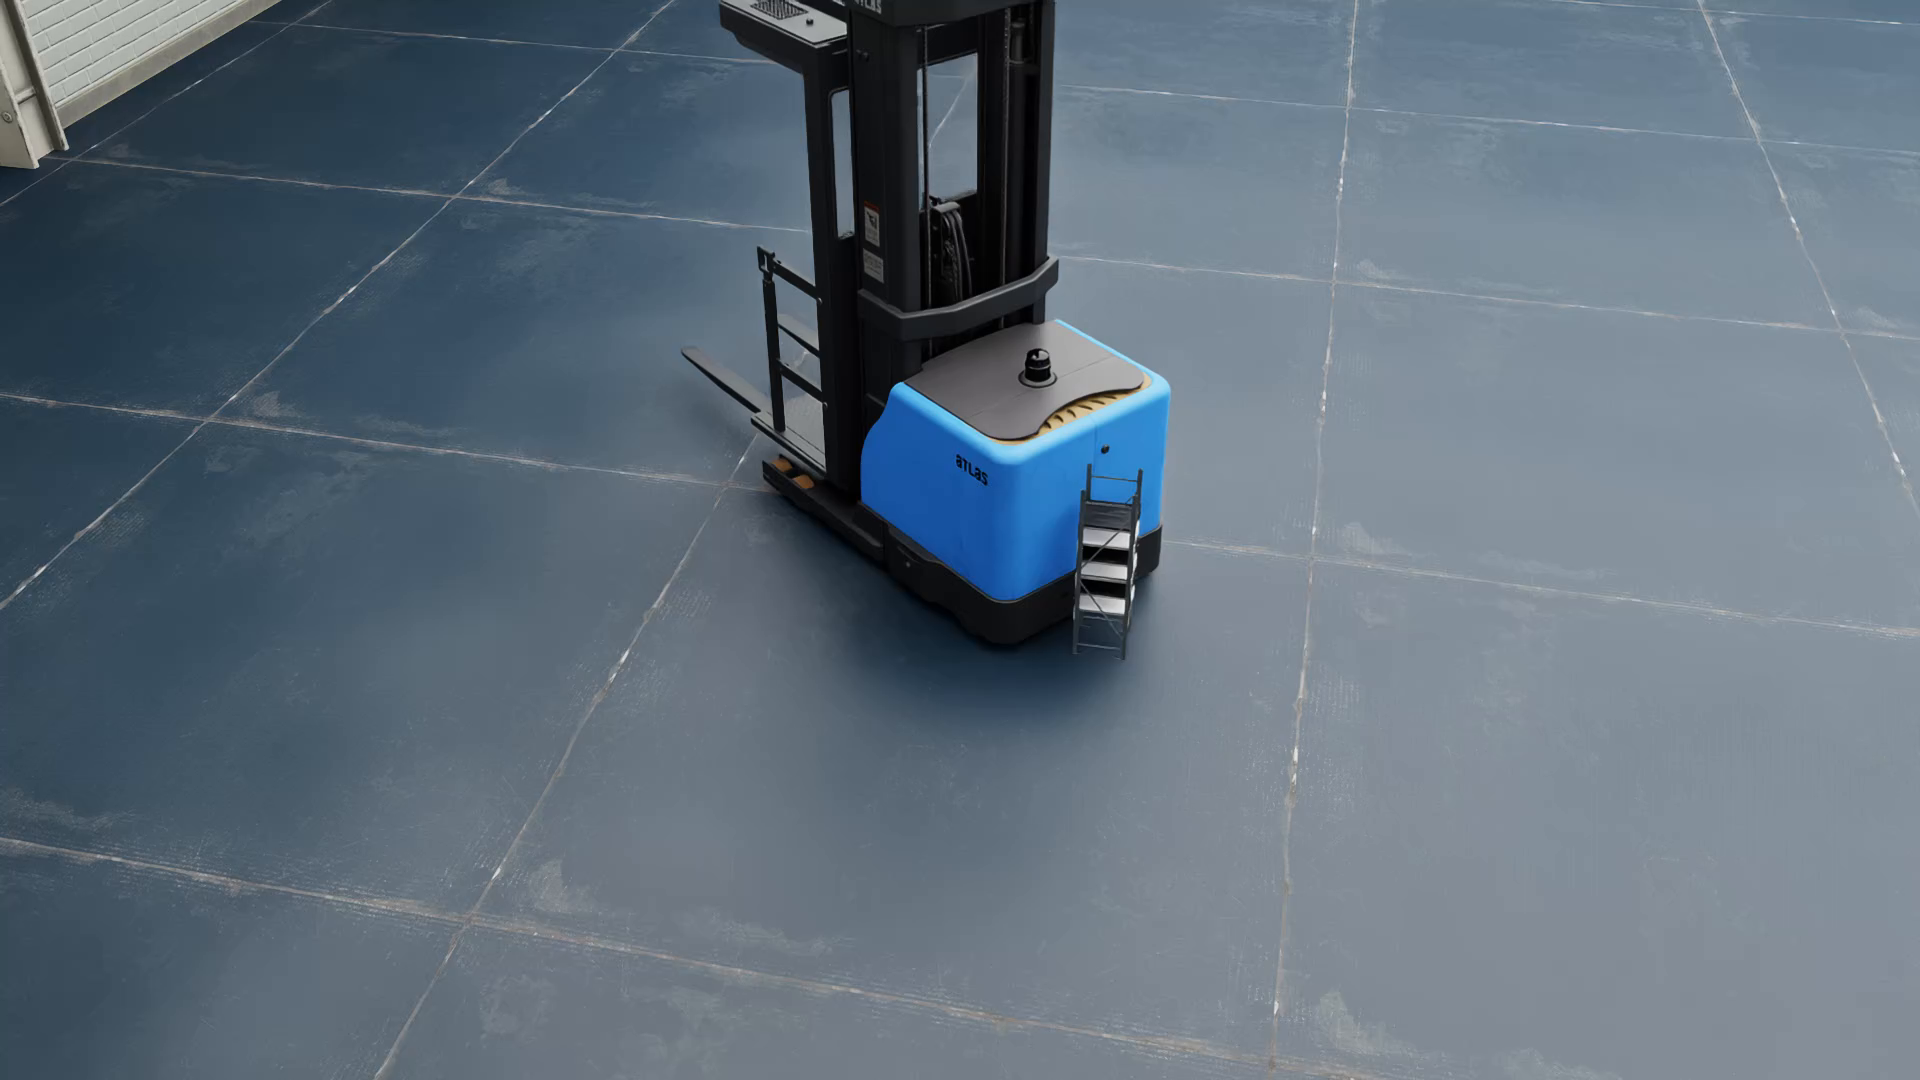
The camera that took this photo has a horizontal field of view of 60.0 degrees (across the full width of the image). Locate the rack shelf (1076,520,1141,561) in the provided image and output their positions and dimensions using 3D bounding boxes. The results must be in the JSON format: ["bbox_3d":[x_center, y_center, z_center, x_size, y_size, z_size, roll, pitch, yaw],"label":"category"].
[{"bbox_3d":[0.648,-0.012,7.249,0.258,0.077,0.200,7,36,9],"label":"rack shelf"}]

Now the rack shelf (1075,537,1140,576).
[{"bbox_3d":[0.648,0.061,7.302,0.258,0.077,0.200,7,36,9],"label":"rack shelf"}]

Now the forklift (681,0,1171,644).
[{"bbox_3d":[-0.361,-1.516,7.844,1.130,2.935,3.031,-25,43,-31],"label":"forklift"}]

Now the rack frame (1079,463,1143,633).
[{"bbox_3d":[0.668,0.048,7.416,0.240,0.900,0.006,7,36,9],"label":"rack frame"}]

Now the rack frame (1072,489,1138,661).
[{"bbox_3d":[0.628,0.166,7.255,0.240,0.900,0.006,7,36,9],"label":"rack frame"}]

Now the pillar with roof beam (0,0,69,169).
[{"bbox_3d":[-2.536,-5.896,8.717,9.100,9.000,0.400,7,37,10],"label":"pillar with roof beam"}]

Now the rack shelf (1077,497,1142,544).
[{"bbox_3d":[0.648,-0.085,7.196,0.258,0.077,0.200,7,36,9],"label":"rack shelf"}]

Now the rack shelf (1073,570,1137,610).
[{"bbox_3d":[0.648,0.207,7.408,0.258,0.077,0.200,7,36,9],"label":"rack shelf"}]

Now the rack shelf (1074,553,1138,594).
[{"bbox_3d":[0.648,0.134,7.355,0.258,0.077,0.200,7,36,9],"label":"rack shelf"}]

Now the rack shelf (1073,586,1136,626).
[{"bbox_3d":[0.647,0.280,7.461,0.258,0.077,0.200,7,36,9],"label":"rack shelf"}]

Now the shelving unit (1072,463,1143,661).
[{"bbox_3d":[0.648,0.107,7.335,0.258,0.900,0.210,7,36,9],"label":"shelving unit"}]
